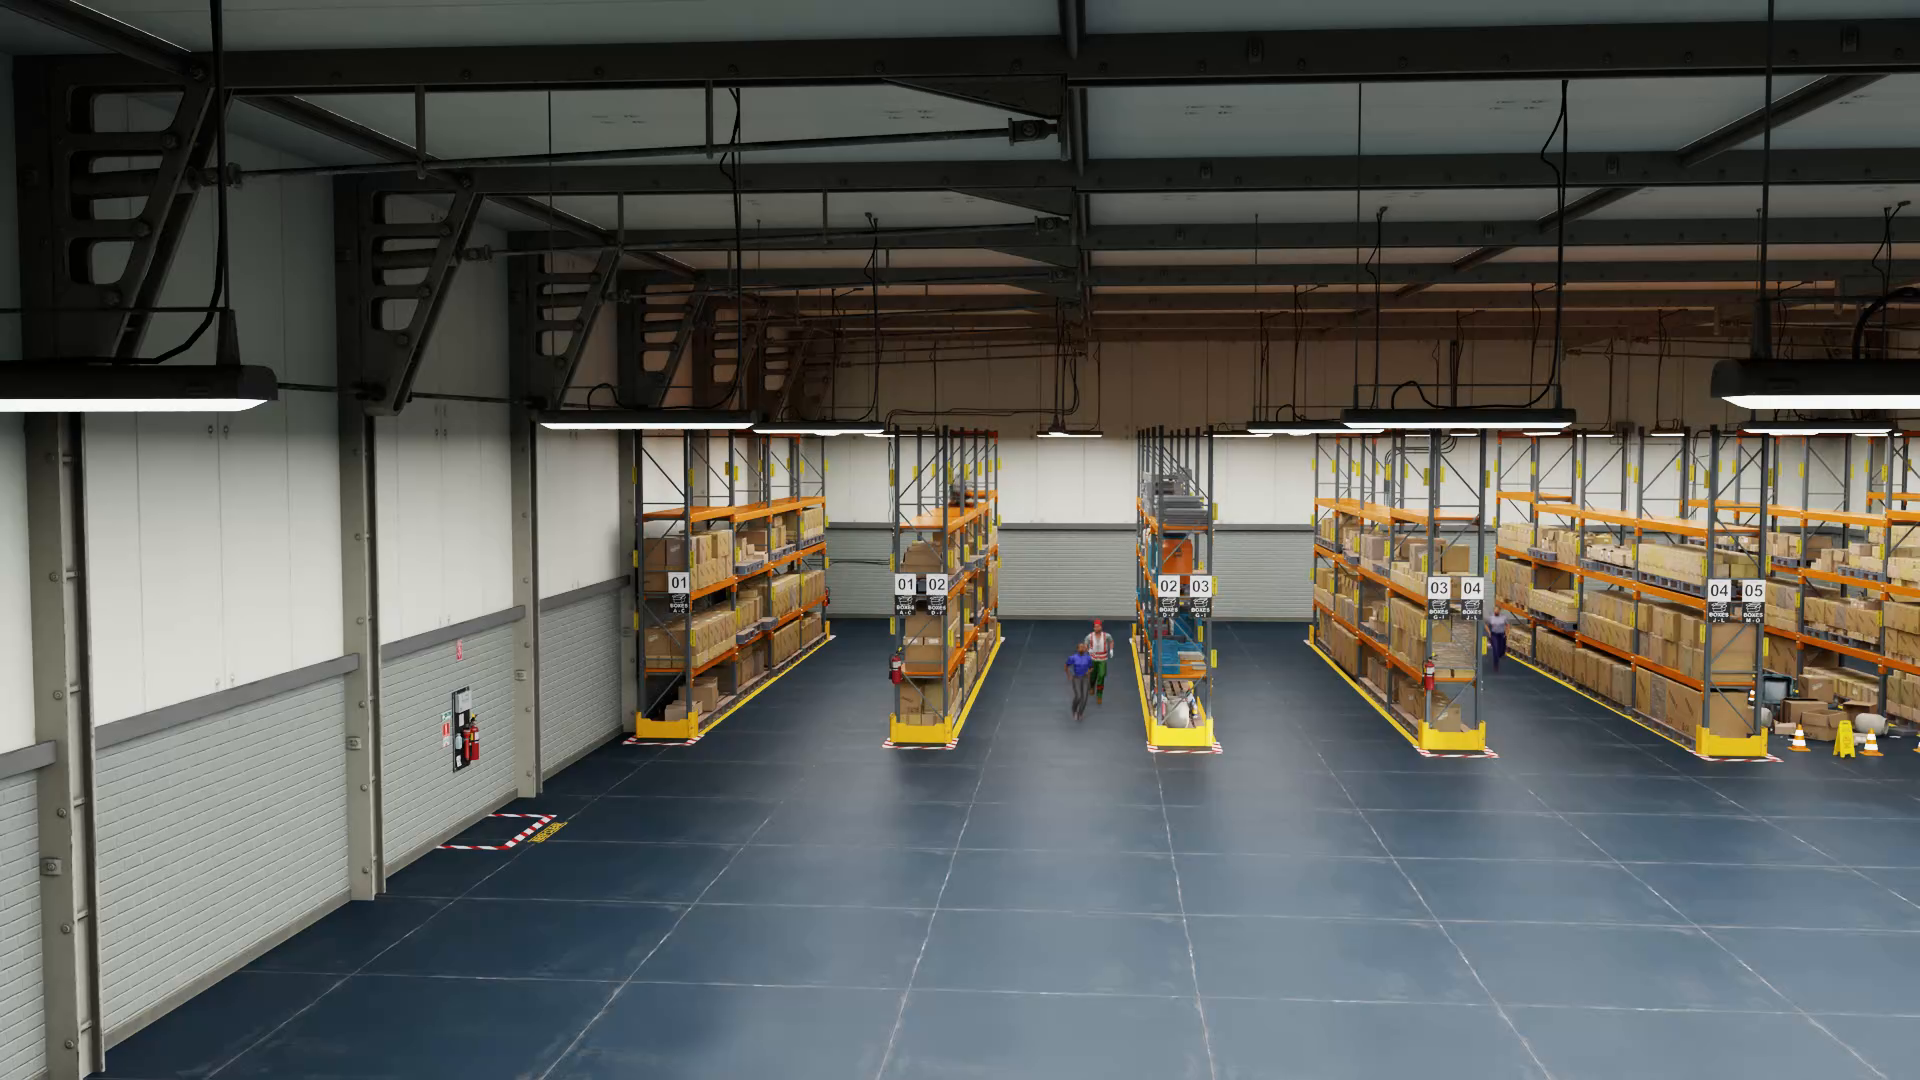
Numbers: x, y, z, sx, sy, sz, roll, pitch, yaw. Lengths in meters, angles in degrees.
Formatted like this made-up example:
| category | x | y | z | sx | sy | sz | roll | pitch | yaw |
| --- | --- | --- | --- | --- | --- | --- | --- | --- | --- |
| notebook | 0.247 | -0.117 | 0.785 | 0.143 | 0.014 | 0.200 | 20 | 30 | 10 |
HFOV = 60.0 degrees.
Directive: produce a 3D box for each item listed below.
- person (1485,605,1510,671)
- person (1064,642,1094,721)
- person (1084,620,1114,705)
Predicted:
| category | x | y | z | sx | sy | sz | roll | pitch | yaw |
| --- | --- | --- | --- | --- | --- | --- | --- | --- | --- |
| person | 13.394 | 2.440 | 41.460 | 0.602 | 1.625 | 0.566 | 0 | 3 | 8 |
| person | 2.449 | 2.879 | 33.694 | 0.557 | 1.616 | 0.599 | -1 | 4 | -12 |
| person | 3.025 | 2.639 | 36.355 | 0.669 | 1.794 | 0.991 | 0 | 3 | 5 |
